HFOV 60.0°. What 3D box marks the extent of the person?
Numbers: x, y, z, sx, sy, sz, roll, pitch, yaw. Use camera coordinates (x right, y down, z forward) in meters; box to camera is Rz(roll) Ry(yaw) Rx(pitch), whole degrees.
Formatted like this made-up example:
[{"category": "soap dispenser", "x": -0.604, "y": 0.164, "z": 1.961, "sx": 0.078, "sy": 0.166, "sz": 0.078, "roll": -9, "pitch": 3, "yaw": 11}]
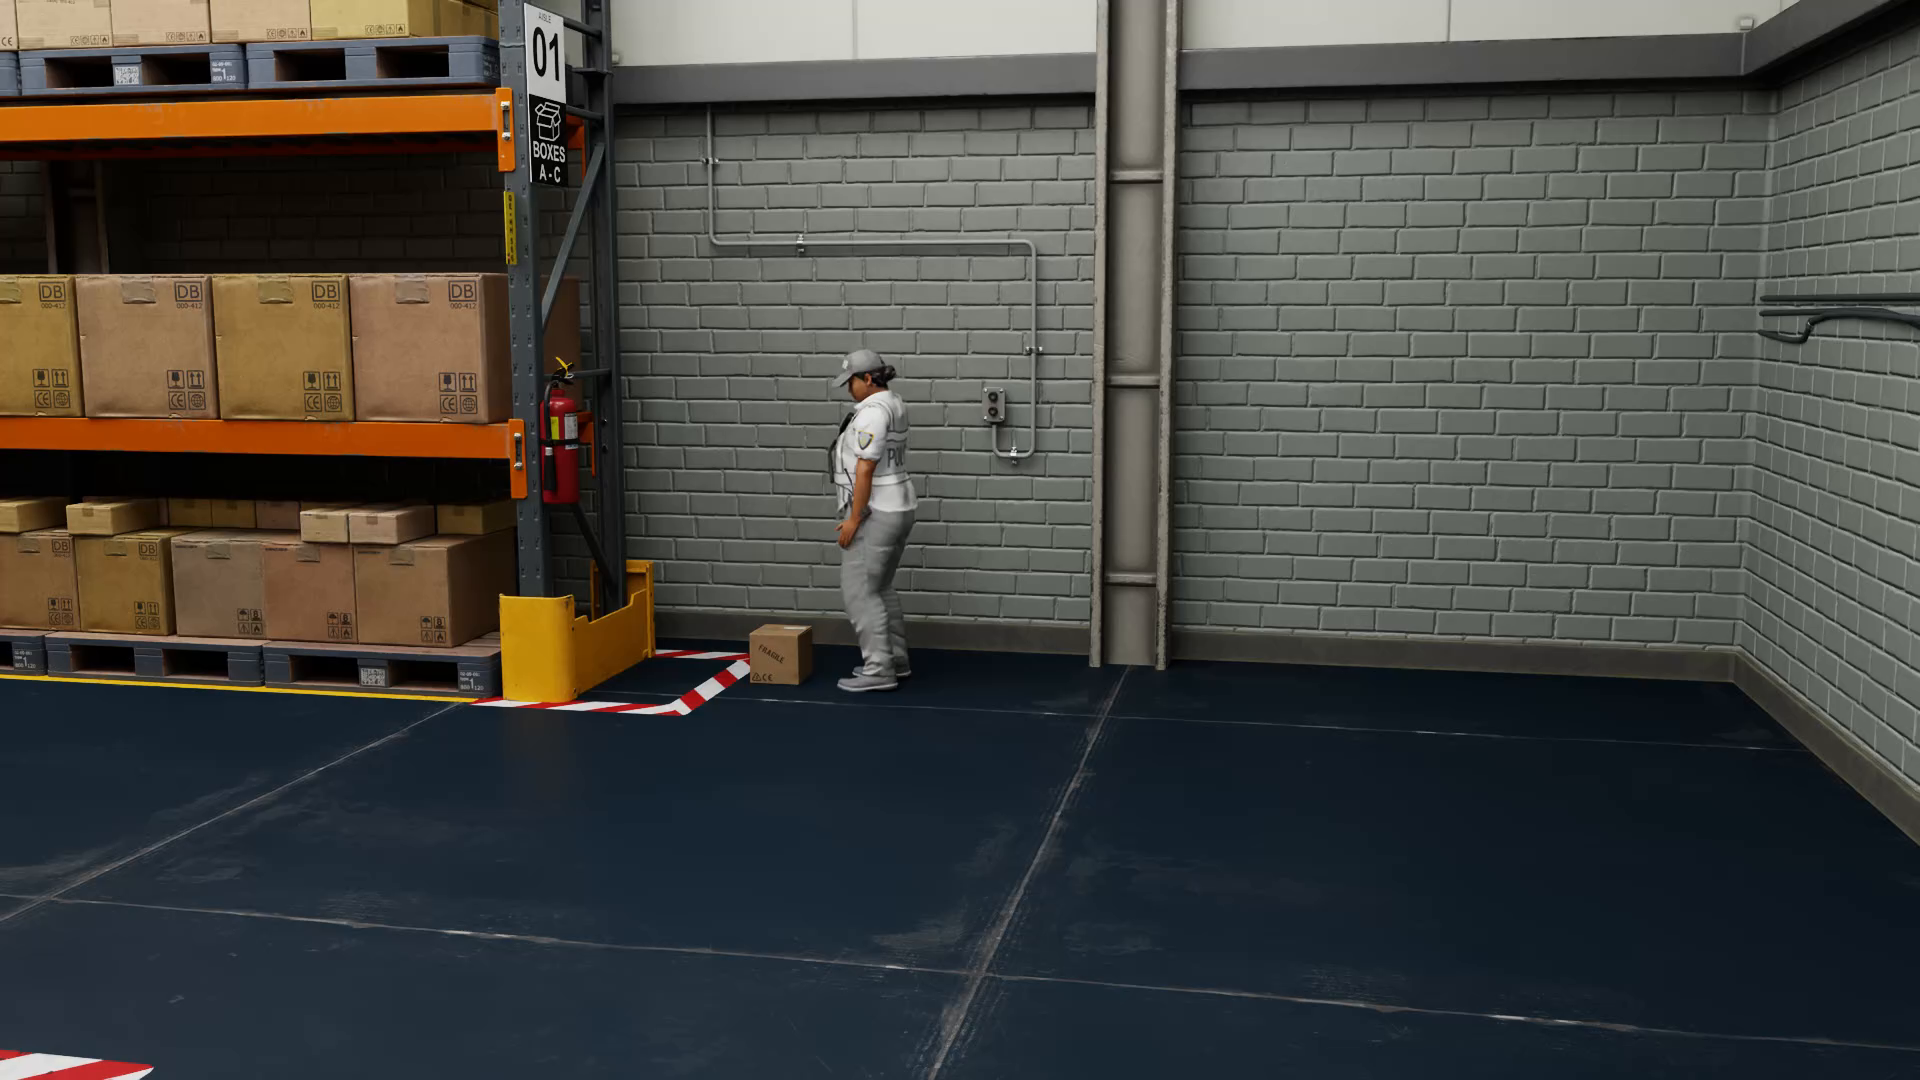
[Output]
[{"category": "person", "x": -0.424, "y": -0.098, "z": 8.092, "sx": 0.402, "sy": 1.650, "sz": 0.476, "roll": 2, "pitch": 8, "yaw": 12}]
